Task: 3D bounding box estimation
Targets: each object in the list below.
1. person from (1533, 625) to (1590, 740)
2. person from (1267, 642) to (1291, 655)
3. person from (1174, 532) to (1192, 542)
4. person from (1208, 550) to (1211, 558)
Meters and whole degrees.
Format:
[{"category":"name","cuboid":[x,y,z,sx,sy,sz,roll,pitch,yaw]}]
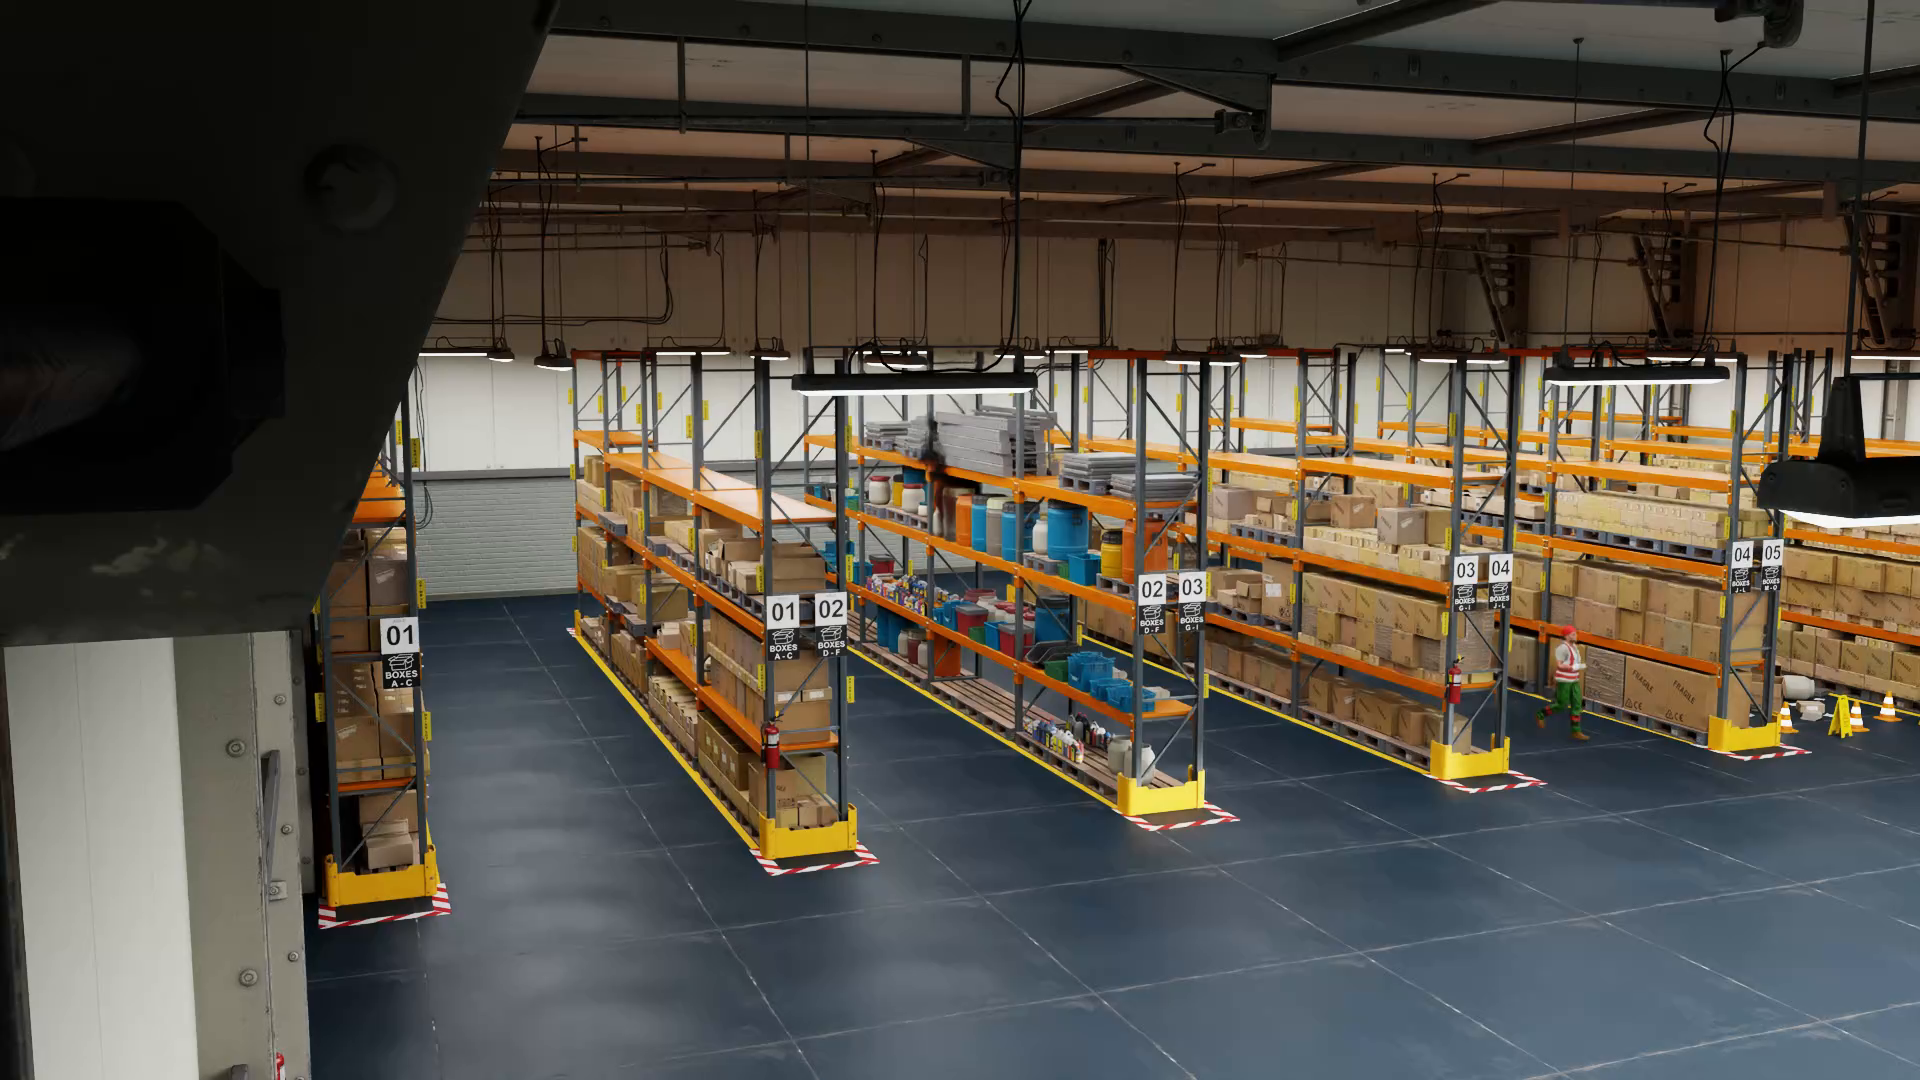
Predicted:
[{"category":"person","cuboid":[9.465,2.202,26.031,0.668,1.770,0.908,-7,10,-43]},{"category":"person","cuboid":[6.194,1.533,31.881,0.633,1.722,0.827,-3,8,-24]},{"category":"person","cuboid":[5.532,0.341,41.299,0.865,1.817,0.663,-6,10,-42]},{"category":"person","cuboid":[6.074,0.308,41.702,0.563,1.683,0.780,1,7,9]}]
